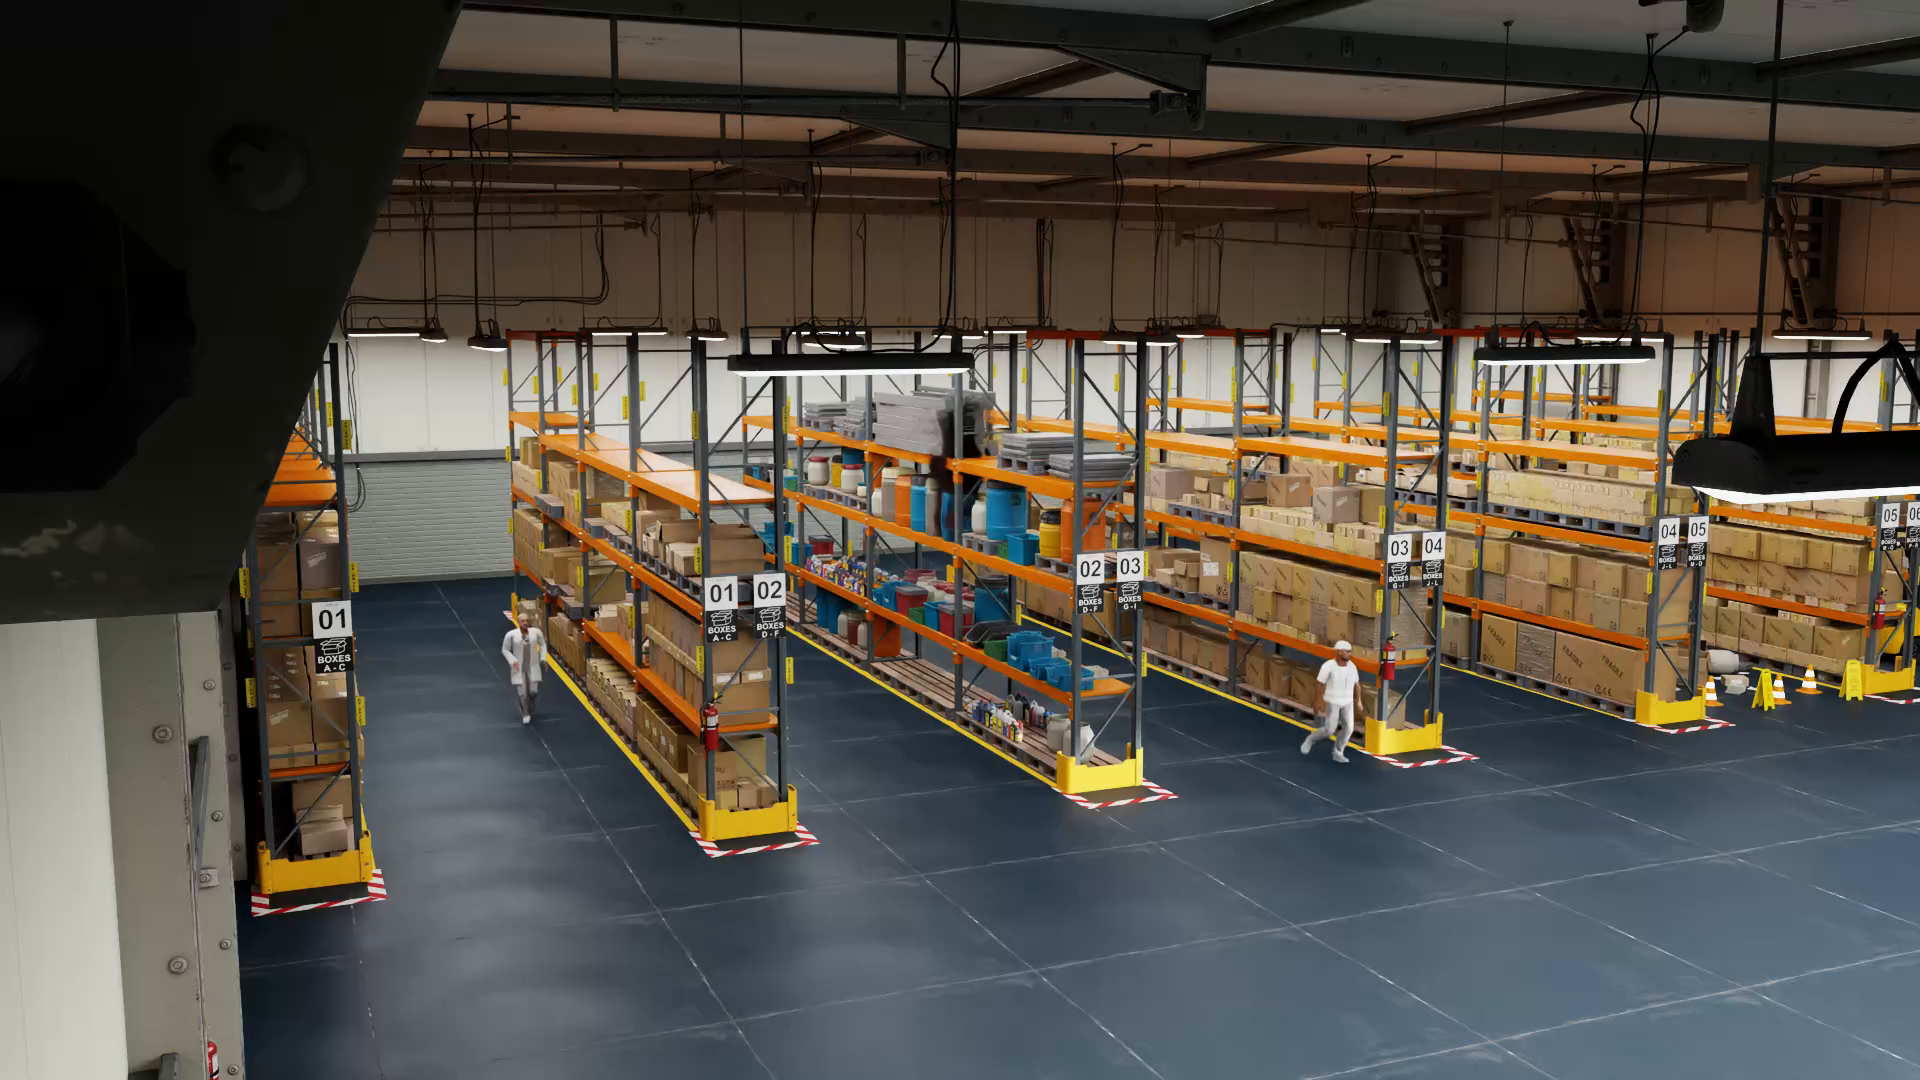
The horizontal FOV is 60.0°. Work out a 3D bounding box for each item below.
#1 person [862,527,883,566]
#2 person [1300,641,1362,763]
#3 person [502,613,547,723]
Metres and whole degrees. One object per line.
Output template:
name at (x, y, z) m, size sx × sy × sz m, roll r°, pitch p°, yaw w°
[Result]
person at (-2.109, 0.193, 39.225) m, size 0.522 × 1.617 × 0.693 m, roll 1°, pitch 8°, yaw 5°
person at (5.246, 2.264, 23.494) m, size 0.747 × 1.721 × 0.604 m, roll -3°, pitch 8°, yaw -23°
person at (-6.750, 1.981, 25.804) m, size 0.685 × 1.724 × 0.679 m, roll -3°, pitch 8°, yaw -20°
